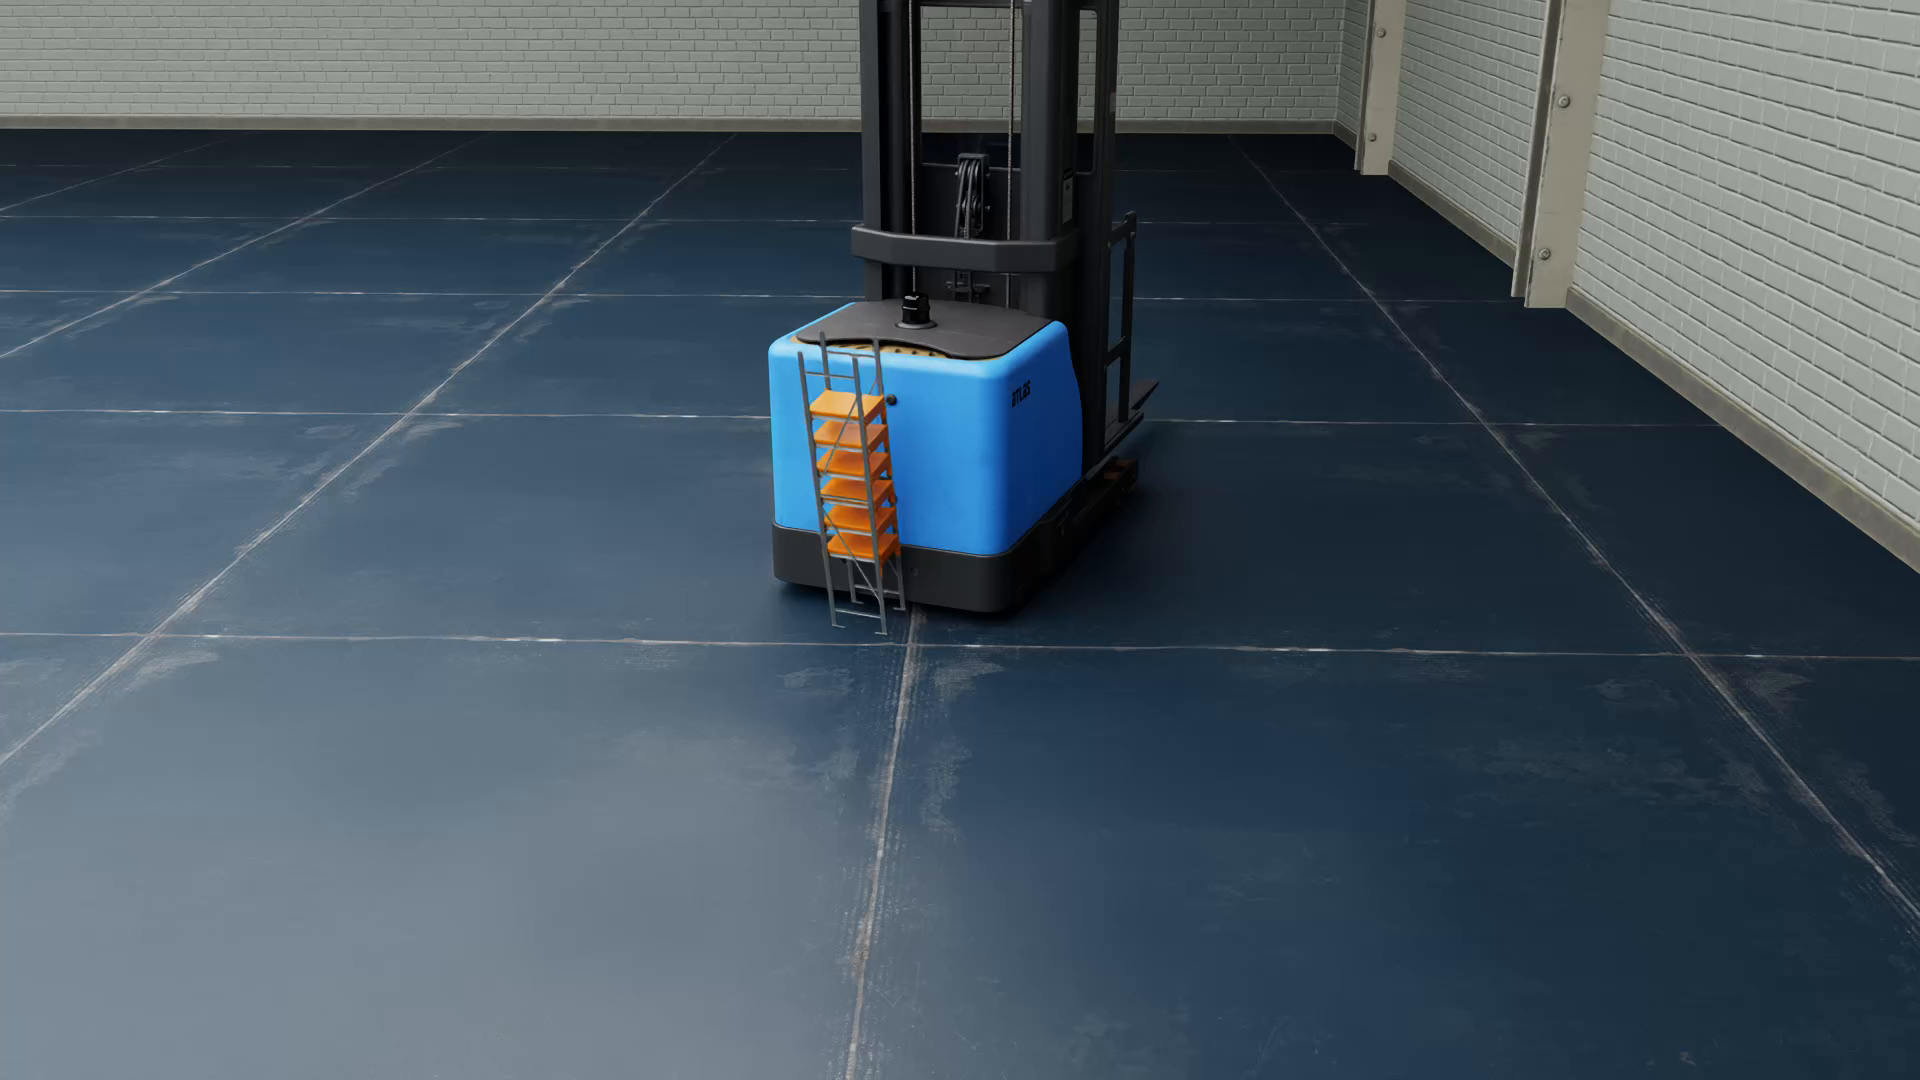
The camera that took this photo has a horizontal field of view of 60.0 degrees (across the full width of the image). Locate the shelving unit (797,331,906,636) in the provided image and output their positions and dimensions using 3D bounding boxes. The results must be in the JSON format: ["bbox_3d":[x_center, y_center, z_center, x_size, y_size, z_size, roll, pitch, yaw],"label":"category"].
[{"bbox_3d":[-0.404,-0.199,6.362,0.258,1.200,0.189,8,33,20],"label":"shelving unit"}]

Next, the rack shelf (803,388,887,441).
[{"bbox_3d":[-0.425,-0.469,6.200,0.258,0.103,0.180,8,33,20],"label":"rack shelf"}]

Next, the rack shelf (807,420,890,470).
[{"bbox_3d":[-0.417,-0.367,6.262,0.258,0.103,0.180,8,33,20],"label":"rack shelf"}]

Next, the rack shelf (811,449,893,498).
[{"bbox_3d":[-0.409,-0.264,6.323,0.258,0.103,0.180,8,33,20],"label":"rack shelf"}]

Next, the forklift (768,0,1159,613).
[{"bbox_3d":[0.230,-1.579,7.546,1.130,2.935,3.031,8,23,20],"label":"forklift"}]

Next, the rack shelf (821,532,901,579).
[{"bbox_3d":[-0.384,0.044,6.508,0.258,0.103,0.180,8,33,20],"label":"rack shelf"}]

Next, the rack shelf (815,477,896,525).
[{"bbox_3d":[-0.401,-0.161,6.385,0.258,0.103,0.180,8,33,20],"label":"rack shelf"}]

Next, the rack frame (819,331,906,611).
[{"bbox_3d":[-0.370,-0.245,6.434,0.240,1.200,0.006,8,33,20],"label":"rack frame"}]

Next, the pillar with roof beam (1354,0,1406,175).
[{"bbox_3d":[0.046,-8.126,16.033,9.100,9.000,0.400,1,21,2],"label":"pillar with roof beam"}]

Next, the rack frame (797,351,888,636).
[{"bbox_3d":[-0.437,-0.154,6.290,0.240,1.200,0.006,8,33,20],"label":"rack frame"}]

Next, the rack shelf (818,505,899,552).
[{"bbox_3d":[-0.393,-0.059,6.446,0.258,0.103,0.180,8,33,20],"label":"rack shelf"}]

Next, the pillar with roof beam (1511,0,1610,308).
[{"bbox_3d":[-0.137,-5.957,10.442,9.100,9.000,0.400,1,21,2],"label":"pillar with roof beam"}]
